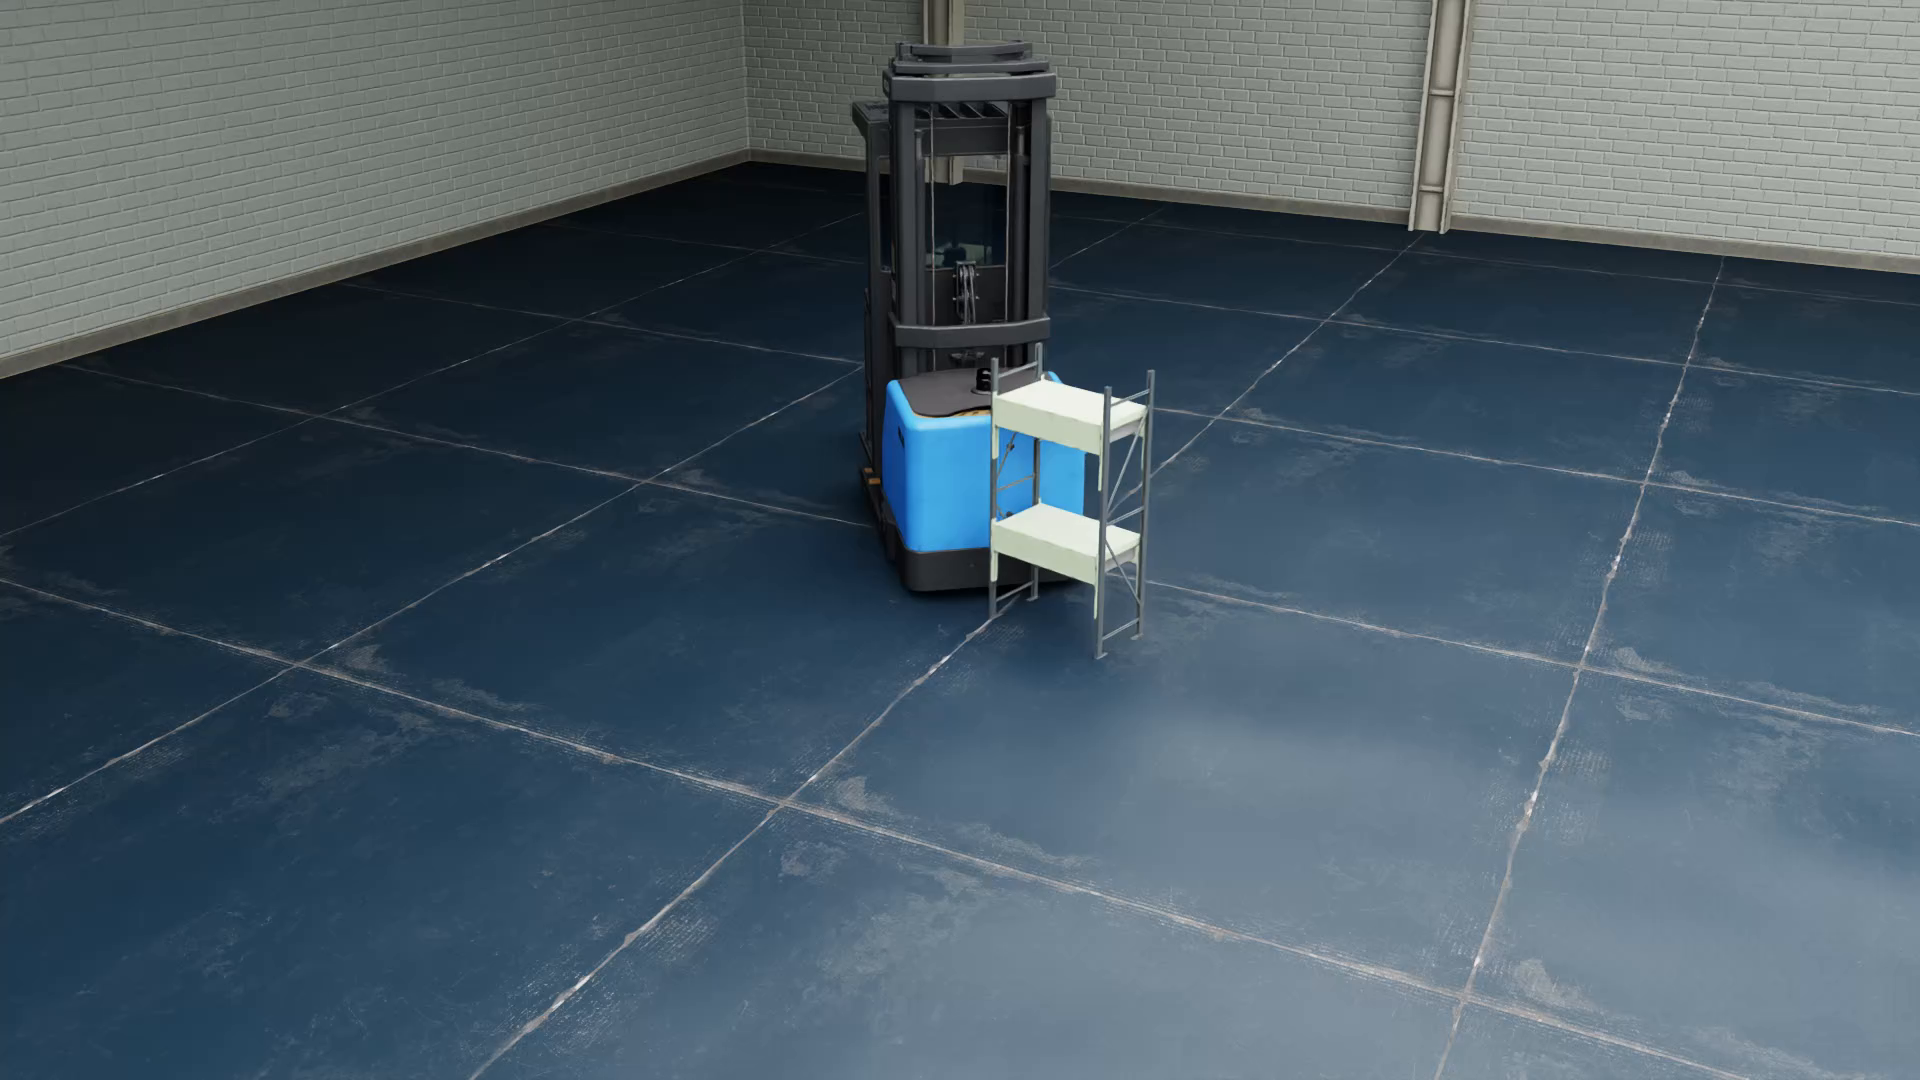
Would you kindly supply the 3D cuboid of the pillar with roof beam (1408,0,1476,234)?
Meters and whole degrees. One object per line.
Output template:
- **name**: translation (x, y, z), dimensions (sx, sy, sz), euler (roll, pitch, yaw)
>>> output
- **pillar with roof beam**: translation (3.214, -6.057, 12.993), dimensions (0.400, 9.000, 9.100), euler (11, 25, 25)

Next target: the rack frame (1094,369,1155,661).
- **rack frame**: translation (0.849, -0.116, 8.607), dimensions (0.023, 1.500, 0.400), euler (19, 30, 38)

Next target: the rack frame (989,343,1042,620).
- **rack frame**: translation (0.301, -0.306, 9.053), dimensions (0.023, 1.500, 0.400), euler (19, 30, 38)

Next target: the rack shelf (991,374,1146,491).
- **rack shelf**: translation (0.575, -0.570, 8.677), dimensions (0.720, 0.370, 0.431), euler (19, 30, 38)

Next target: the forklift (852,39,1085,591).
- **forklift**: translation (-0.052, -1.605, 10.279), dimensions (1.130, 2.935, 3.031), euler (-4, 23, -9)

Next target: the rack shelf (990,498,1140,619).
- **rack shelf**: translation (0.575, 0.089, 8.957), dimensions (0.720, 0.370, 0.431), euler (19, 30, 38)

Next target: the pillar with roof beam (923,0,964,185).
- **pillar with roof beam**: translation (-2.141, -7.116, 15.485), dimensions (0.400, 9.000, 9.100), euler (11, 25, 25)

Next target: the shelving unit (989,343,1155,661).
- **shelving unit**: translation (0.575, -0.211, 8.830), dimensions (0.755, 1.500, 0.431), euler (19, 30, 38)
